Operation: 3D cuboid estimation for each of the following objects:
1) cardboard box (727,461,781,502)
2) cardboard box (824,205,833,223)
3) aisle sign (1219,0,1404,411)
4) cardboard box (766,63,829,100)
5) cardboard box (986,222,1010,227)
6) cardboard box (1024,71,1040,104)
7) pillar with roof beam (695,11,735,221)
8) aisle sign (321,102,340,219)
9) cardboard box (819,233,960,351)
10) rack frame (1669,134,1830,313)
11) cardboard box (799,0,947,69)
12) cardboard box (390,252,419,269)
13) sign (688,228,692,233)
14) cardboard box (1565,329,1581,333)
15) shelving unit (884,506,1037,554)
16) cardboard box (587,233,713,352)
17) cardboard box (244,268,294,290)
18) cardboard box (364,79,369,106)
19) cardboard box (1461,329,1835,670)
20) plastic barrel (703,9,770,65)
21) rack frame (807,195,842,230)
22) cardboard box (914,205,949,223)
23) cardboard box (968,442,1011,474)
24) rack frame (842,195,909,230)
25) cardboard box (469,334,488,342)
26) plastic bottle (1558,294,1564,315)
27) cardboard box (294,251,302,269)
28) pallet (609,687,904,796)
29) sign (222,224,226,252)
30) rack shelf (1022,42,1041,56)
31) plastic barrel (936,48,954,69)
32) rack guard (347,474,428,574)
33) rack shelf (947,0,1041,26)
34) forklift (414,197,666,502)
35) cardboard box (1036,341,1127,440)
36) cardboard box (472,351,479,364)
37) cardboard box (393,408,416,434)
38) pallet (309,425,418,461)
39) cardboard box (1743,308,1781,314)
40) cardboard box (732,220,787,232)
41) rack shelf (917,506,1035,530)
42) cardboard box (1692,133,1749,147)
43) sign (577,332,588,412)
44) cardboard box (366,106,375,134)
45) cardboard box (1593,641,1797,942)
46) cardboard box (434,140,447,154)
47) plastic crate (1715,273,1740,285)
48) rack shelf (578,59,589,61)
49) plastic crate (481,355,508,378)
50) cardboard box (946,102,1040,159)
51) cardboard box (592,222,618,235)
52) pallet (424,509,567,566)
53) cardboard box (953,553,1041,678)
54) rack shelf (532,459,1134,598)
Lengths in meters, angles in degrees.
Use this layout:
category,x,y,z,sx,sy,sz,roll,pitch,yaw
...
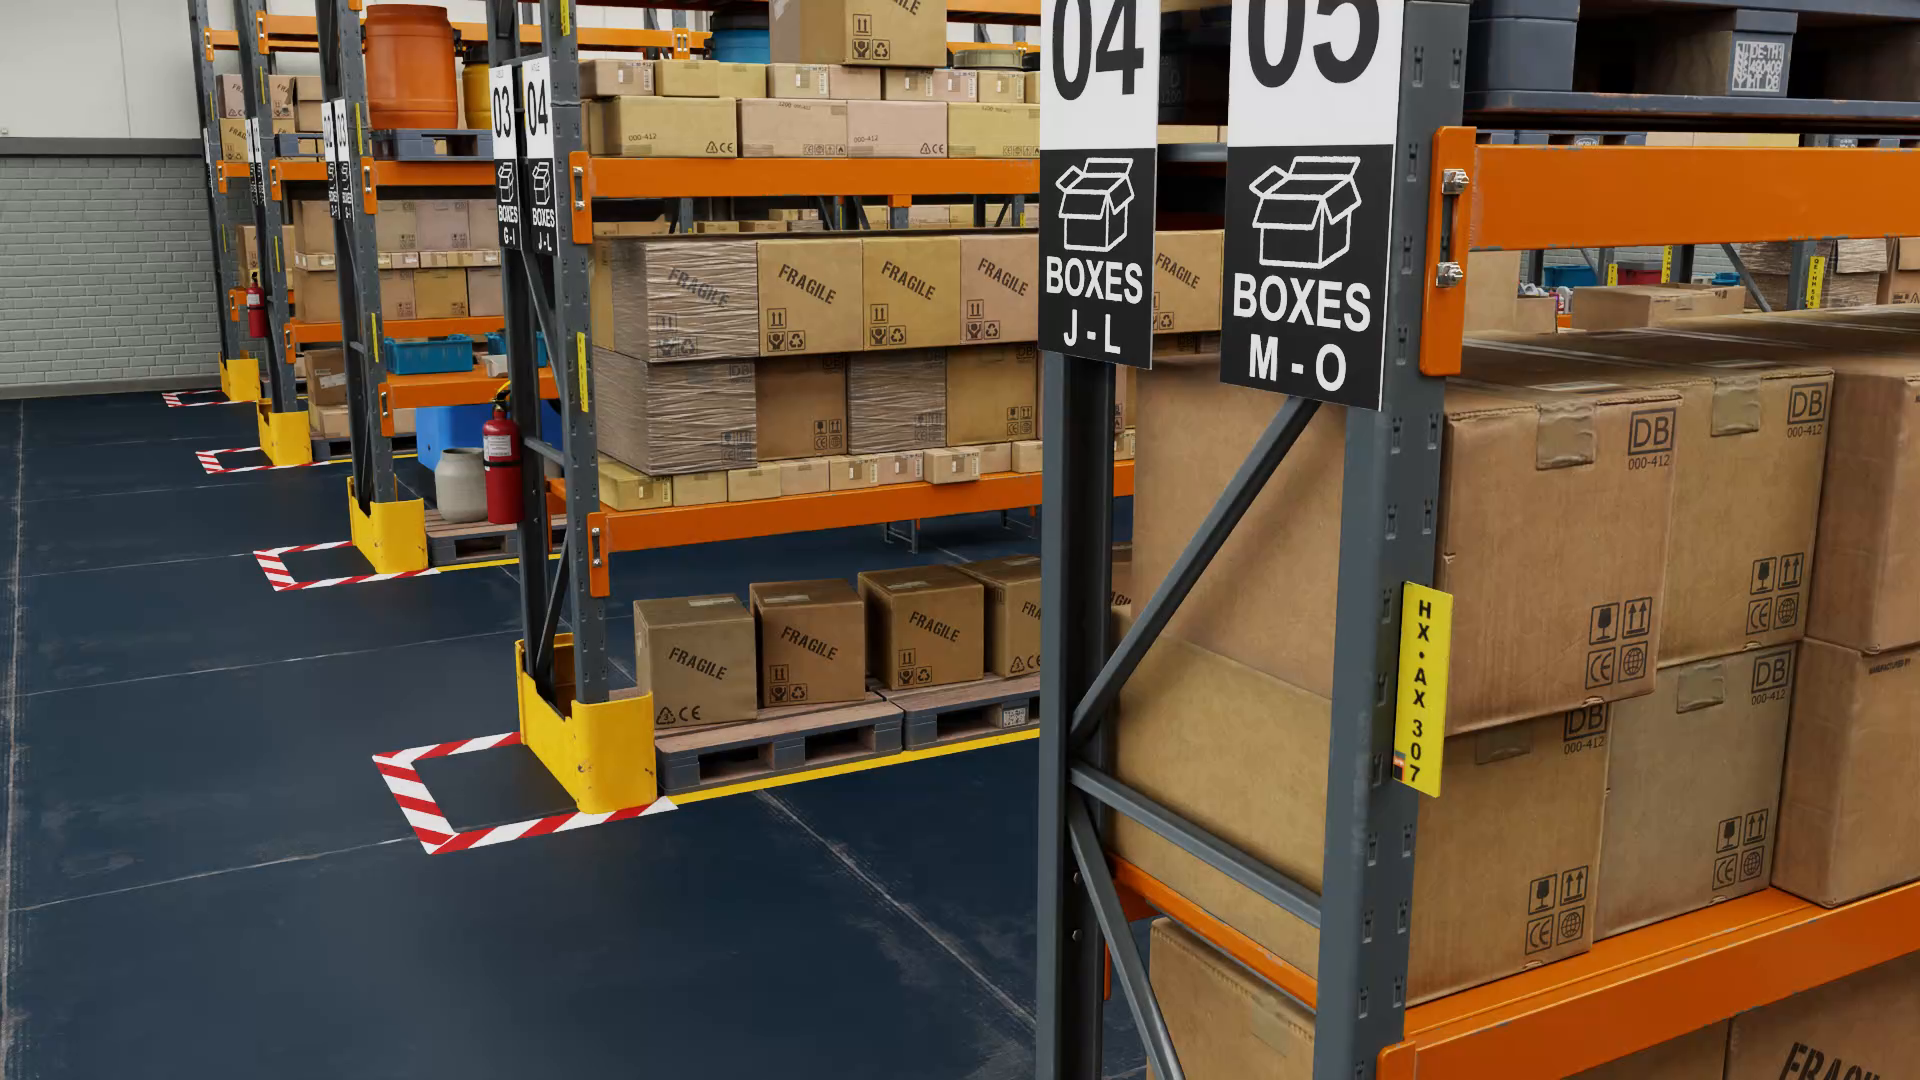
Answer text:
category,x,y,z,sx,sy,sz,roll,pitch,yaw
cardboard box,-1.009,-0.288,7.628,0.250,0.149,0.380,-7,14,-28
cardboard box,-1.653,-4.753,24.238,0.500,0.250,0.500,-6,14,-26
aisle sign,0.541,-0.617,2.597,0.004,0.787,0.394,-7,14,-28
cardboard box,-0.766,-2.023,7.369,0.250,0.149,0.380,-6,14,-26
cardboard box,0.412,-4.506,24.850,0.500,0.500,0.500,-7,14,-28
cardboard box,0.381,-2.156,7.960,0.250,0.149,0.380,-6,14,-25
pillar with roof beam,-1.420,-6.213,19.720,0.400,9.000,9.100,-7,14,-28
aisle sign,-4.407,-2.653,11.644,0.004,0.787,0.394,-7,14,-28
cardboard box,-0.335,-1.171,7.800,0.500,0.500,0.500,-7,14,-28
rack frame,5.193,-1.222,11.207,0.127,3.000,1.000,-7,14,-28
cardboard box,-0.396,-2.386,7.502,0.500,0.500,0.500,-7,14,-28
cardboard box,-5.452,-2.735,16.226,0.250,0.149,0.380,-7,14,-29
sign,-2.794,-3.065,17.243,0.005,0.325,0.100,-7,14,-28
cardboard box,3.859,-1.134,10.165,0.258,0.266,0.396,-7,15,-29
shelving unit,0.006,-0.549,12.489,1.048,1.125,0.538,-7,14,-28
cardboard box,-1.464,-1.167,7.782,0.500,0.500,0.500,-7,14,-28
cardboard box,-8.368,-3.171,20.163,0.500,0.250,0.500,-7,15,-29
cardboard box,-7.334,-5.508,20.870,0.500,0.500,0.500,-7,14,-28
cardboard box,1.242,-0.121,3.514,0.550,0.550,0.875,-7,14,-28
plastic barrel,-1.616,-3.584,12.774,0.708,0.901,0.600,-7,14,-28
rack frame,-1.927,-4.086,23.932,0.127,3.000,1.000,-7,14,-28
cardboard box,-0.497,-4.763,24.284,0.500,0.250,0.500,-7,14,-27
cardboard box,0.055,-0.433,8.272,0.250,0.149,0.380,-7,14,-28
rack frame,-0.691,-1.756,13.578,0.127,3.000,1.000,-7,14,-28
cardboard box,-6.330,-2.543,21.769,0.500,0.500,0.500,-8,15,-32
plastic bottle,6.051,-2.379,16.801,0.097,0.201,0.097,0,13,0
cardboard box,-6.328,-2.732,16.211,0.250,0.149,0.380,-7,15,-29
pallet,-1.032,0.893,8.158,1.213,0.211,1.003,-7,14,-28
sign,-8.689,-3.562,19.632,0.005,0.325,0.100,-7,14,-28
rack shelf,2.205,-5.723,20.091,4.000,0.370,1.077,-7,14,-28
plastic barrel,-0.349,-3.559,13.618,0.708,0.901,0.600,-7,14,-28
rack guard,-4.158,-0.132,12.059,0.348,0.500,1.175,-7,14,-28
rack shelf,1.065,-4.347,13.977,4.000,0.370,1.077,-7,14,-28
forklift,-3.100,-1.879,14.282,3.031,2.935,1.130,-7,15,-29
cardboard box,0.411,-0.842,8.612,0.500,0.500,0.875,-7,14,-28
cardboard box,-5.124,-1.641,16.666,0.500,0.500,0.500,-7,14,-28
cardboard box,-5.558,-1.220,16.505,0.500,0.250,0.500,-7,14,-28
pallet,-5.921,-1.018,16.651,1.213,0.211,1.003,-7,14,-28
cardboard box,5.508,-1.370,11.639,0.500,0.500,0.500,-6,14,-26
cardboard box,-2.812,-4.234,23.360,0.500,0.500,0.700,-8,15,-33
rack shelf,0.006,-0.311,12.543,1.000,0.278,0.538,-7,14,-28
cardboard box,4.464,-2.460,10.218,0.500,0.250,0.500,-7,14,-28
sign,-1.569,-0.698,6.908,0.005,0.325,0.100,-7,14,-28
cardboard box,-5.688,-4.125,16.342,0.500,0.250,0.500,-7,14,-28
cardboard box,1.235,0.403,3.644,0.550,0.550,0.875,-7,14,-28
cardboard box,-6.681,-4.970,20.755,0.500,0.500,0.500,-7,15,-30
plastic crate,8.890,-2.934,19.058,0.300,0.233,0.416,-7,14,-28
rack shelf,-3.682,-6.256,22.461,4.000,0.370,1.077,-7,14,-28
plastic crate,-3.262,-1.238,11.880,0.250,0.136,0.298,-7,14,-28
cardboard box,0.059,-1.934,7.880,0.500,0.250,0.500,-6,14,-26
cardboard box,-3.890,-3.291,17.218,0.500,0.500,0.700,-7,14,-28
pallet,-3.442,-0.076,12.466,1.213,0.211,1.003,-7,14,-28
cardboard box,0.306,0.390,8.781,0.500,0.500,0.500,-8,15,-33
rack shelf,-0.073,-0.240,8.481,4.000,0.370,1.077,-7,14,-28
